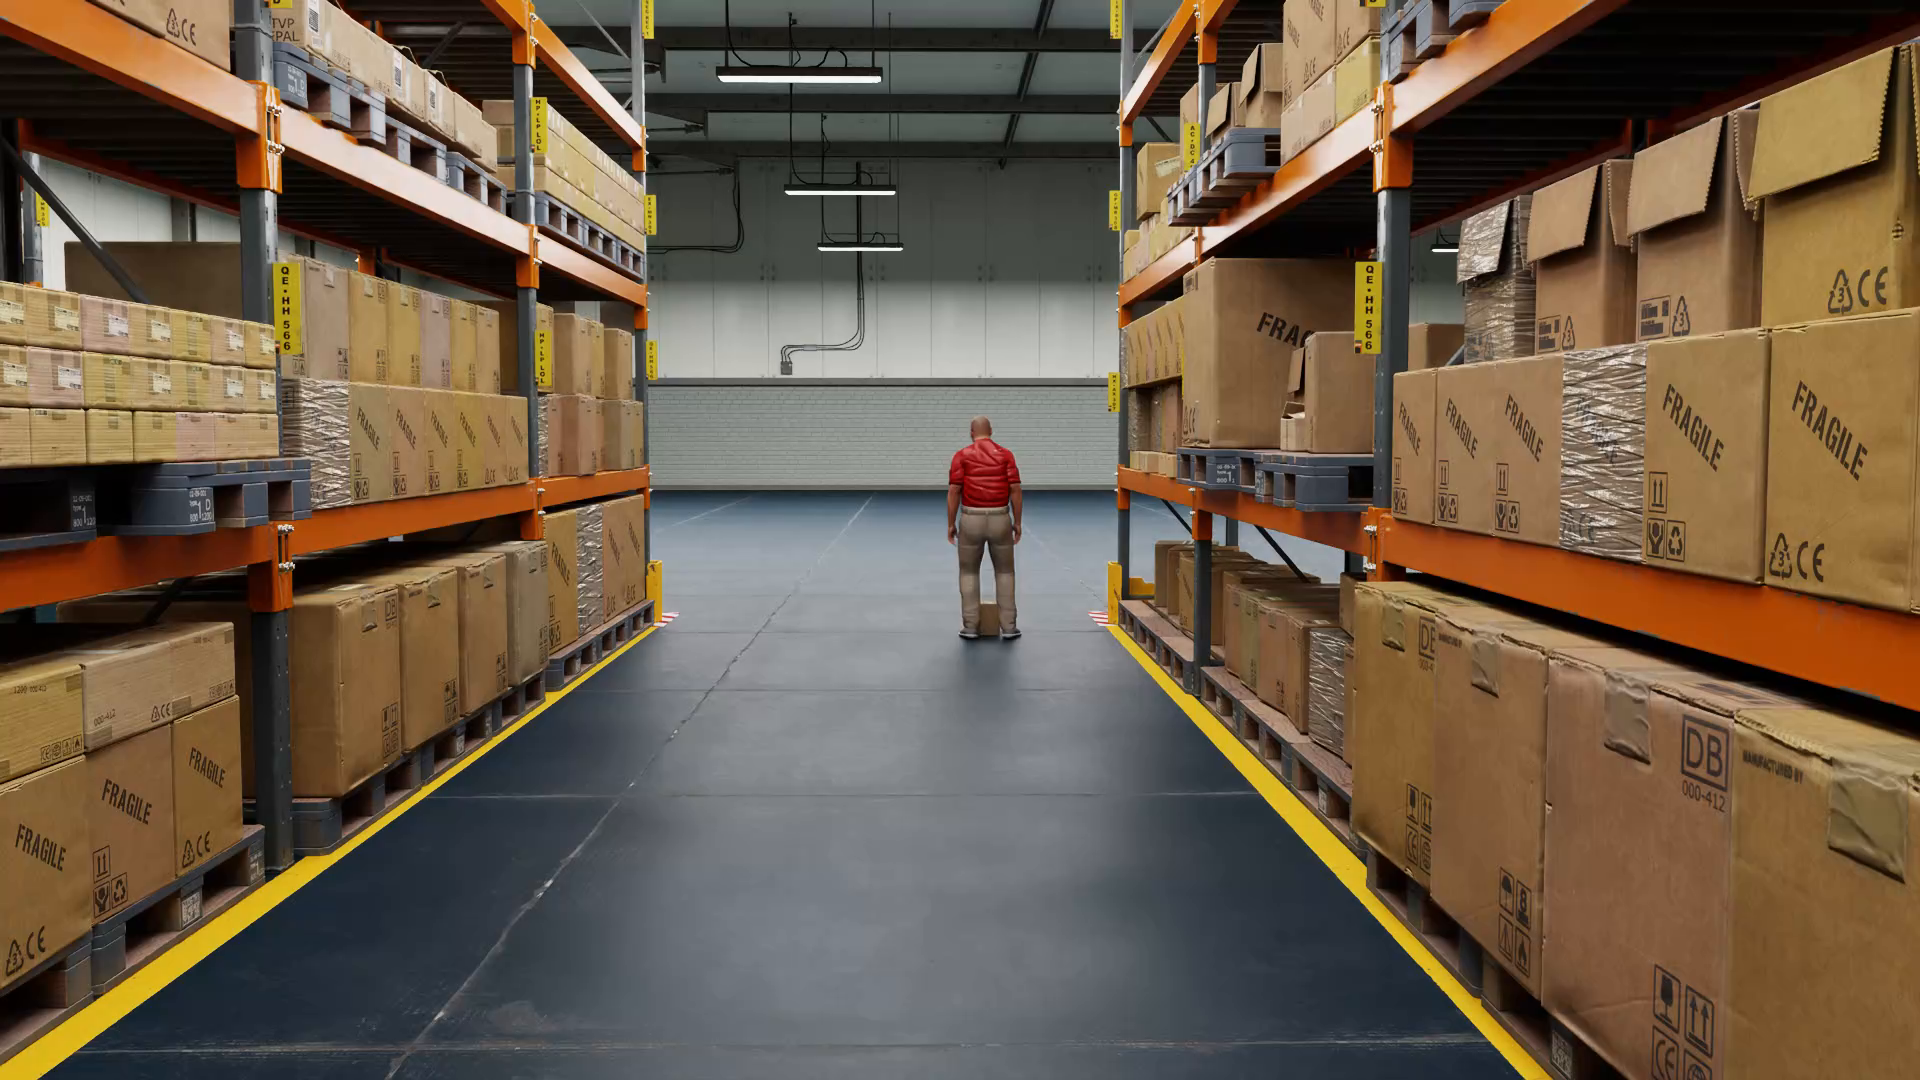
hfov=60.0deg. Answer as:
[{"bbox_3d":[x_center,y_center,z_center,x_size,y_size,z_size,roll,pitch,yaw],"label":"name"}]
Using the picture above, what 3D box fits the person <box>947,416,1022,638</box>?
[{"bbox_3d":[0.195,-0.102,12.916,0.599,1.726,0.393,0,4,-5],"label":"person"}]
